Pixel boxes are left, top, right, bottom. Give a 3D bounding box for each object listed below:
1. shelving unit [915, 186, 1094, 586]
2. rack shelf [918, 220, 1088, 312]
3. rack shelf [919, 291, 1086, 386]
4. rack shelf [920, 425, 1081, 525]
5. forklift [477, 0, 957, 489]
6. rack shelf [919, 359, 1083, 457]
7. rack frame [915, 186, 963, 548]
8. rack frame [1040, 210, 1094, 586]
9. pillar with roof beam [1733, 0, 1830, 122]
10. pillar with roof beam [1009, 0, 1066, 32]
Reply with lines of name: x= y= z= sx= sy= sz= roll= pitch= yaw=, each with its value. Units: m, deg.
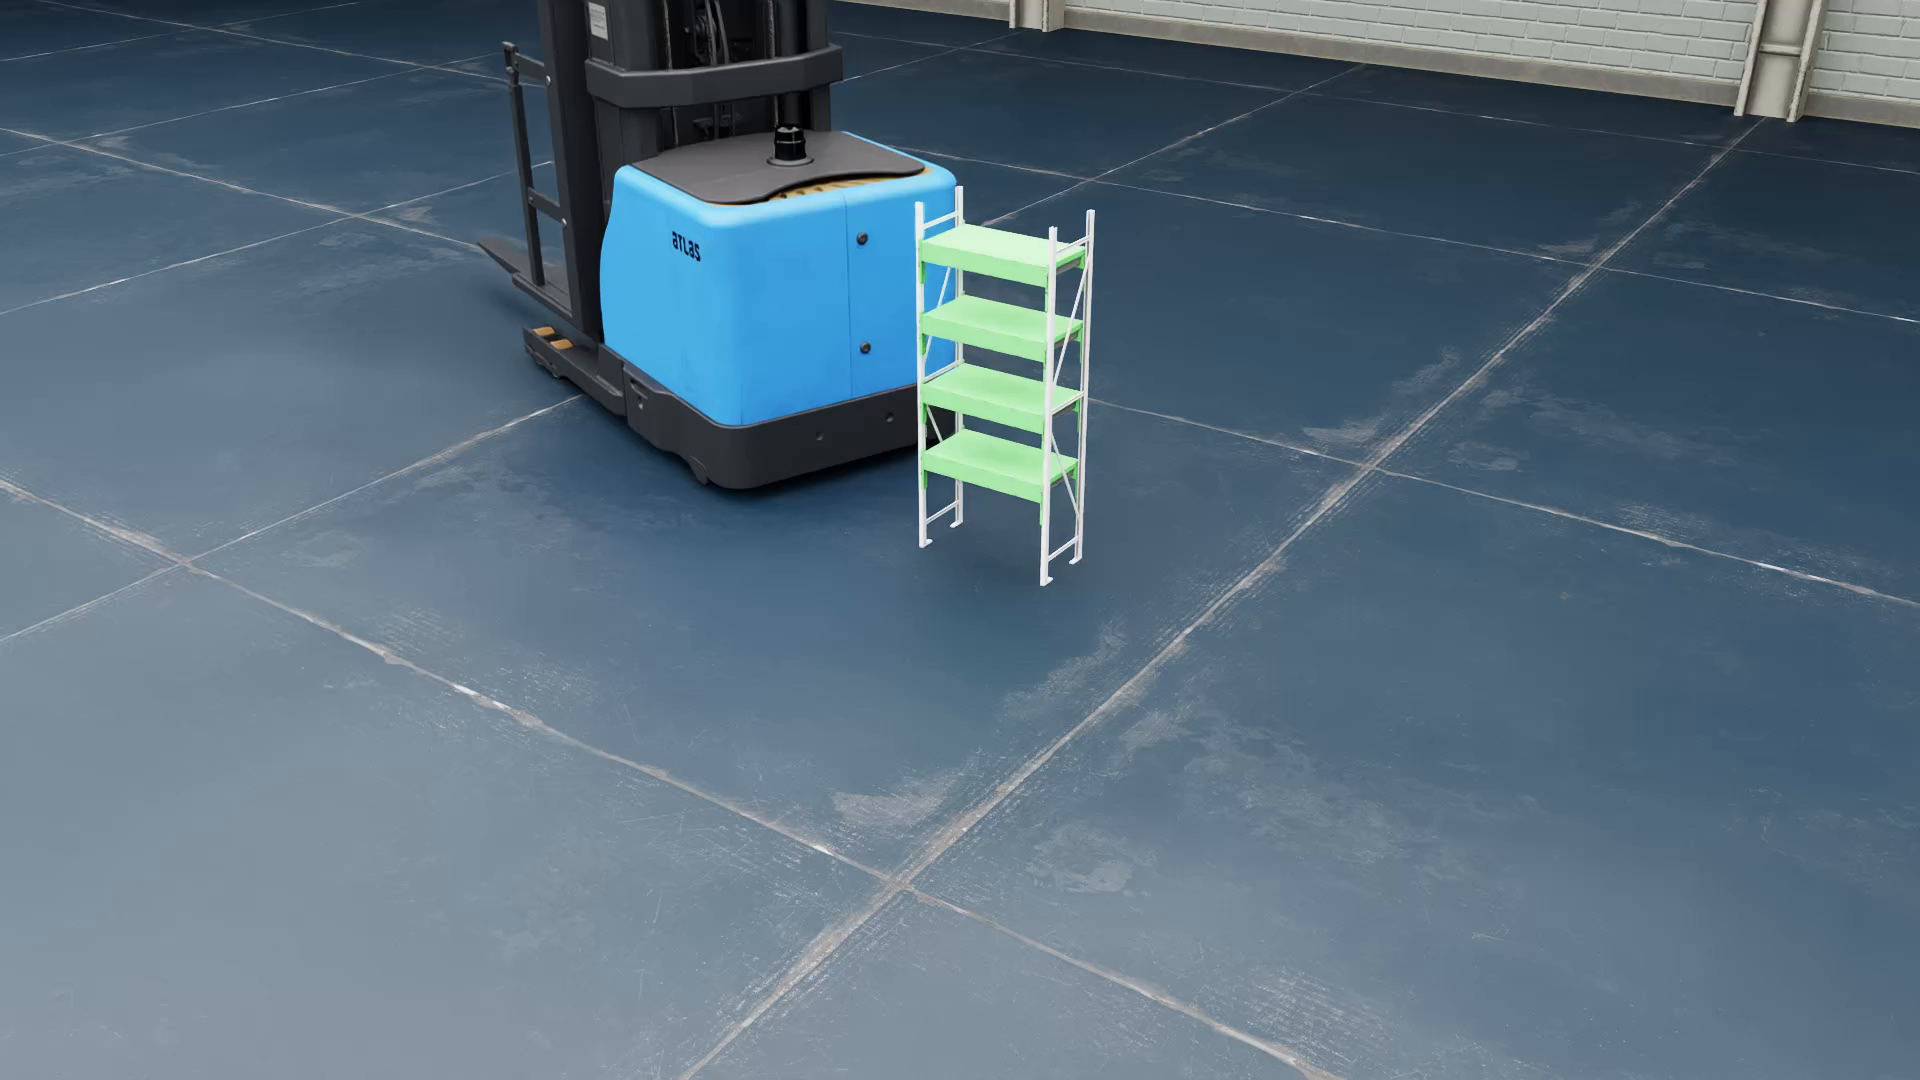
shelving unit: x=0.136 y=-0.492 z=5.394 sx=0.503 sy=1.200 sz=0.258 roll=17 pitch=32 yaw=30
rack shelf: x=0.136 y=-0.863 z=5.206 sx=0.480 sy=0.148 sz=0.258 roll=17 pitch=32 yaw=30
rack shelf: x=0.136 y=-0.649 z=5.314 sx=0.480 sy=0.148 sz=0.258 roll=17 pitch=32 yaw=30
rack shelf: x=0.136 y=-0.221 z=5.532 sx=0.480 sy=0.148 sz=0.258 roll=17 pitch=32 yaw=30
forklift: x=-1.242 y=-2.105 z=6.656 sx=1.130 sy=2.935 sz=3.031 roll=-17 pitch=32 yaw=-30
rack shelf: x=0.136 y=-0.435 z=5.423 sx=0.480 sy=0.148 sz=0.258 roll=17 pitch=32 yaw=30
rack frame: x=-0.065 y=-0.555 z=5.517 sx=0.015 sy=1.200 sz=0.240 roll=17 pitch=32 yaw=30
rack frame: x=0.338 y=-0.430 z=5.271 sx=0.015 sy=1.200 sz=0.240 roll=17 pitch=32 yaw=30
pillar with roof beam: x=3.187 y=-5.361 z=6.363 sx=0.400 sy=9.000 sz=9.100 roll=17 pitch=32 yaw=30
pillar with roof beam: x=-1.759 y=-6.902 z=9.390 sx=0.400 sy=9.000 sz=9.100 roll=17 pitch=32 yaw=30
